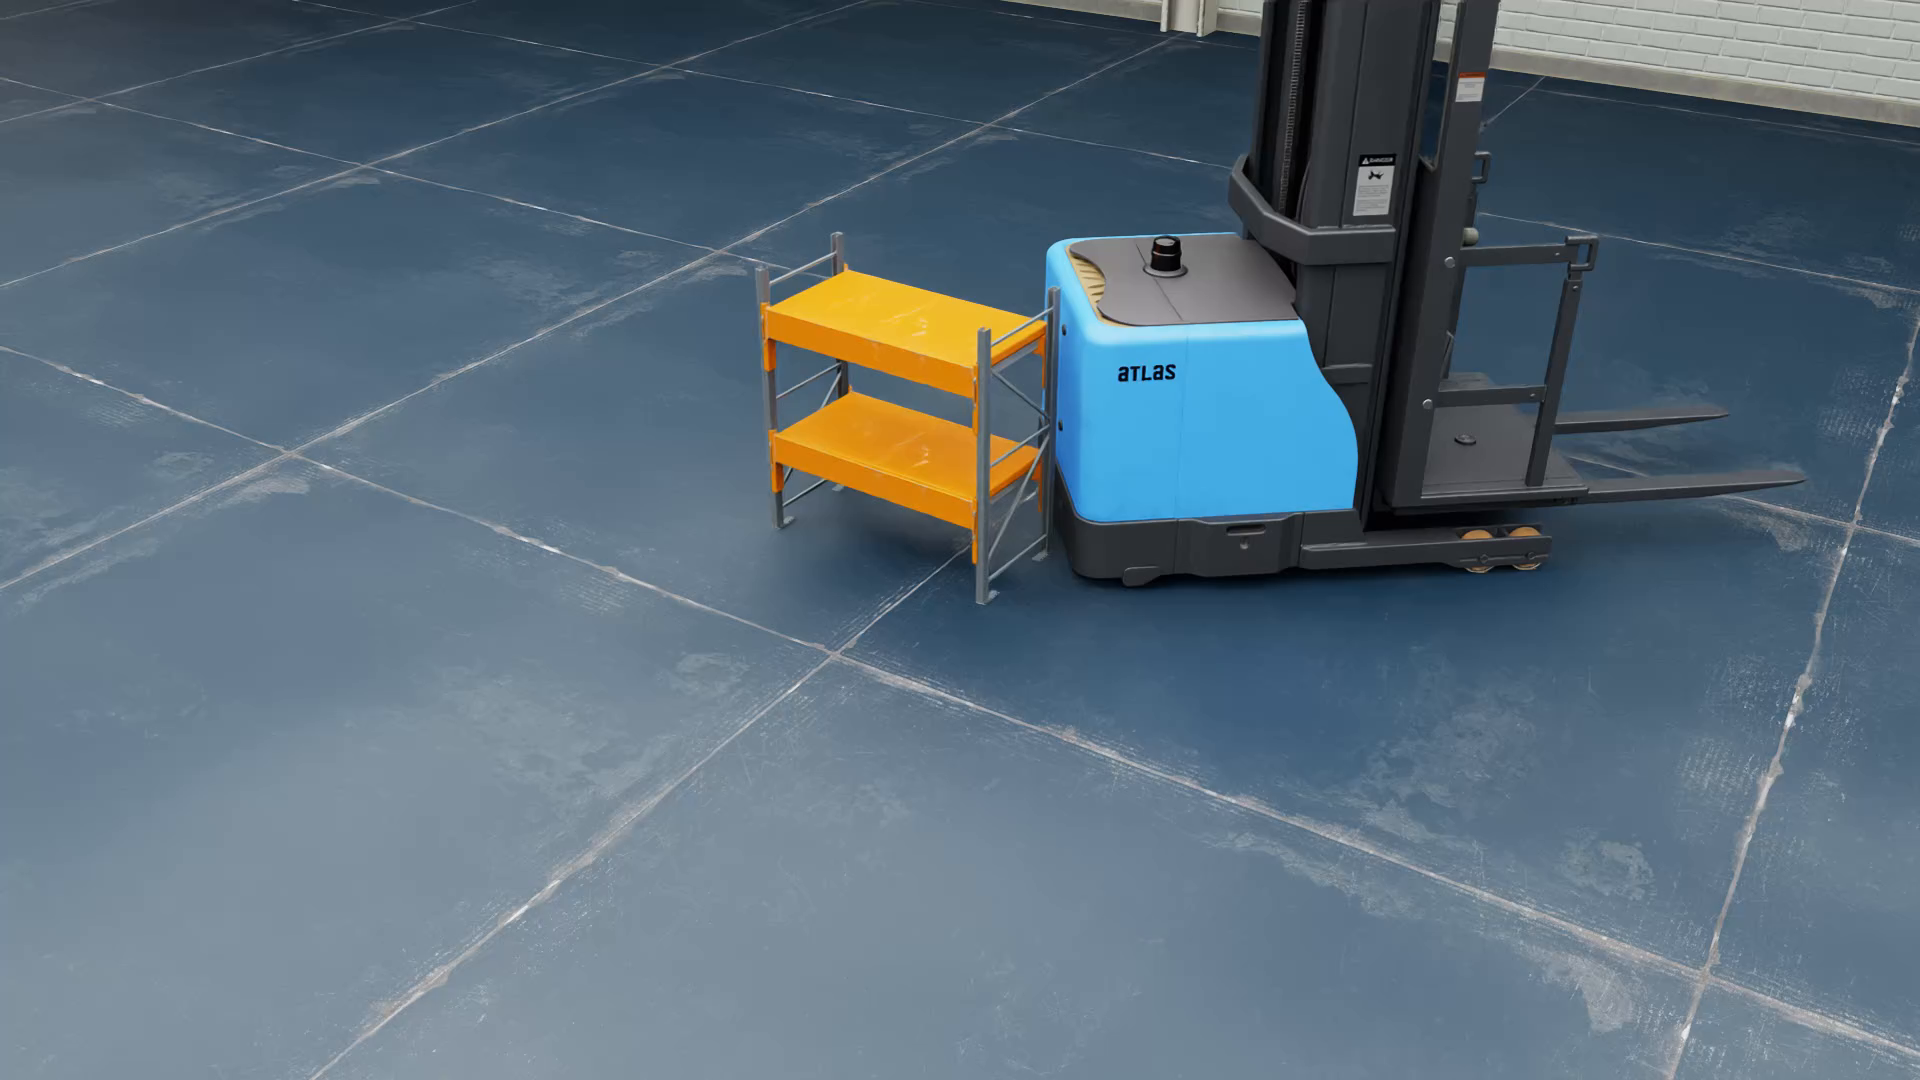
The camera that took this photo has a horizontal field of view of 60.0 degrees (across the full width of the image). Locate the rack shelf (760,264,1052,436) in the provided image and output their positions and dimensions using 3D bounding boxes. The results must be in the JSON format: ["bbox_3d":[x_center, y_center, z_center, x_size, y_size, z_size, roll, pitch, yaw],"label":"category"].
[{"bbox_3d":[-0.202,-0.742,6.324,1.000,0.278,0.538,19,35,30],"label":"rack shelf"}]

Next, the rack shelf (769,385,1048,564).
[{"bbox_3d":[-0.202,-0.278,6.595,1.000,0.278,0.538,19,35,30],"label":"rack shelf"}]

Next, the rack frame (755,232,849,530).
[{"bbox_3d":[-0.618,-0.636,6.723,0.032,1.125,0.500,19,35,30],"label":"rack frame"}]

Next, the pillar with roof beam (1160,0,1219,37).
[{"bbox_3d":[-0.331,-6.414,8.814,0.400,9.000,9.100,18,35,27],"label":"pillar with roof beam"}]

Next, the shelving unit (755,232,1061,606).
[{"bbox_3d":[-0.202,-0.489,6.472,1.048,1.125,0.538,19,35,30],"label":"shelving unit"}]

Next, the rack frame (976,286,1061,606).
[{"bbox_3d":[0.215,-0.342,6.220,0.032,1.125,0.500,19,35,30],"label":"rack frame"}]

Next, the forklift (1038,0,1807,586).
[{"bbox_3d":[1.887,-1.399,6.239,3.031,2.935,1.130,-3,30,-6],"label":"forklift"}]
